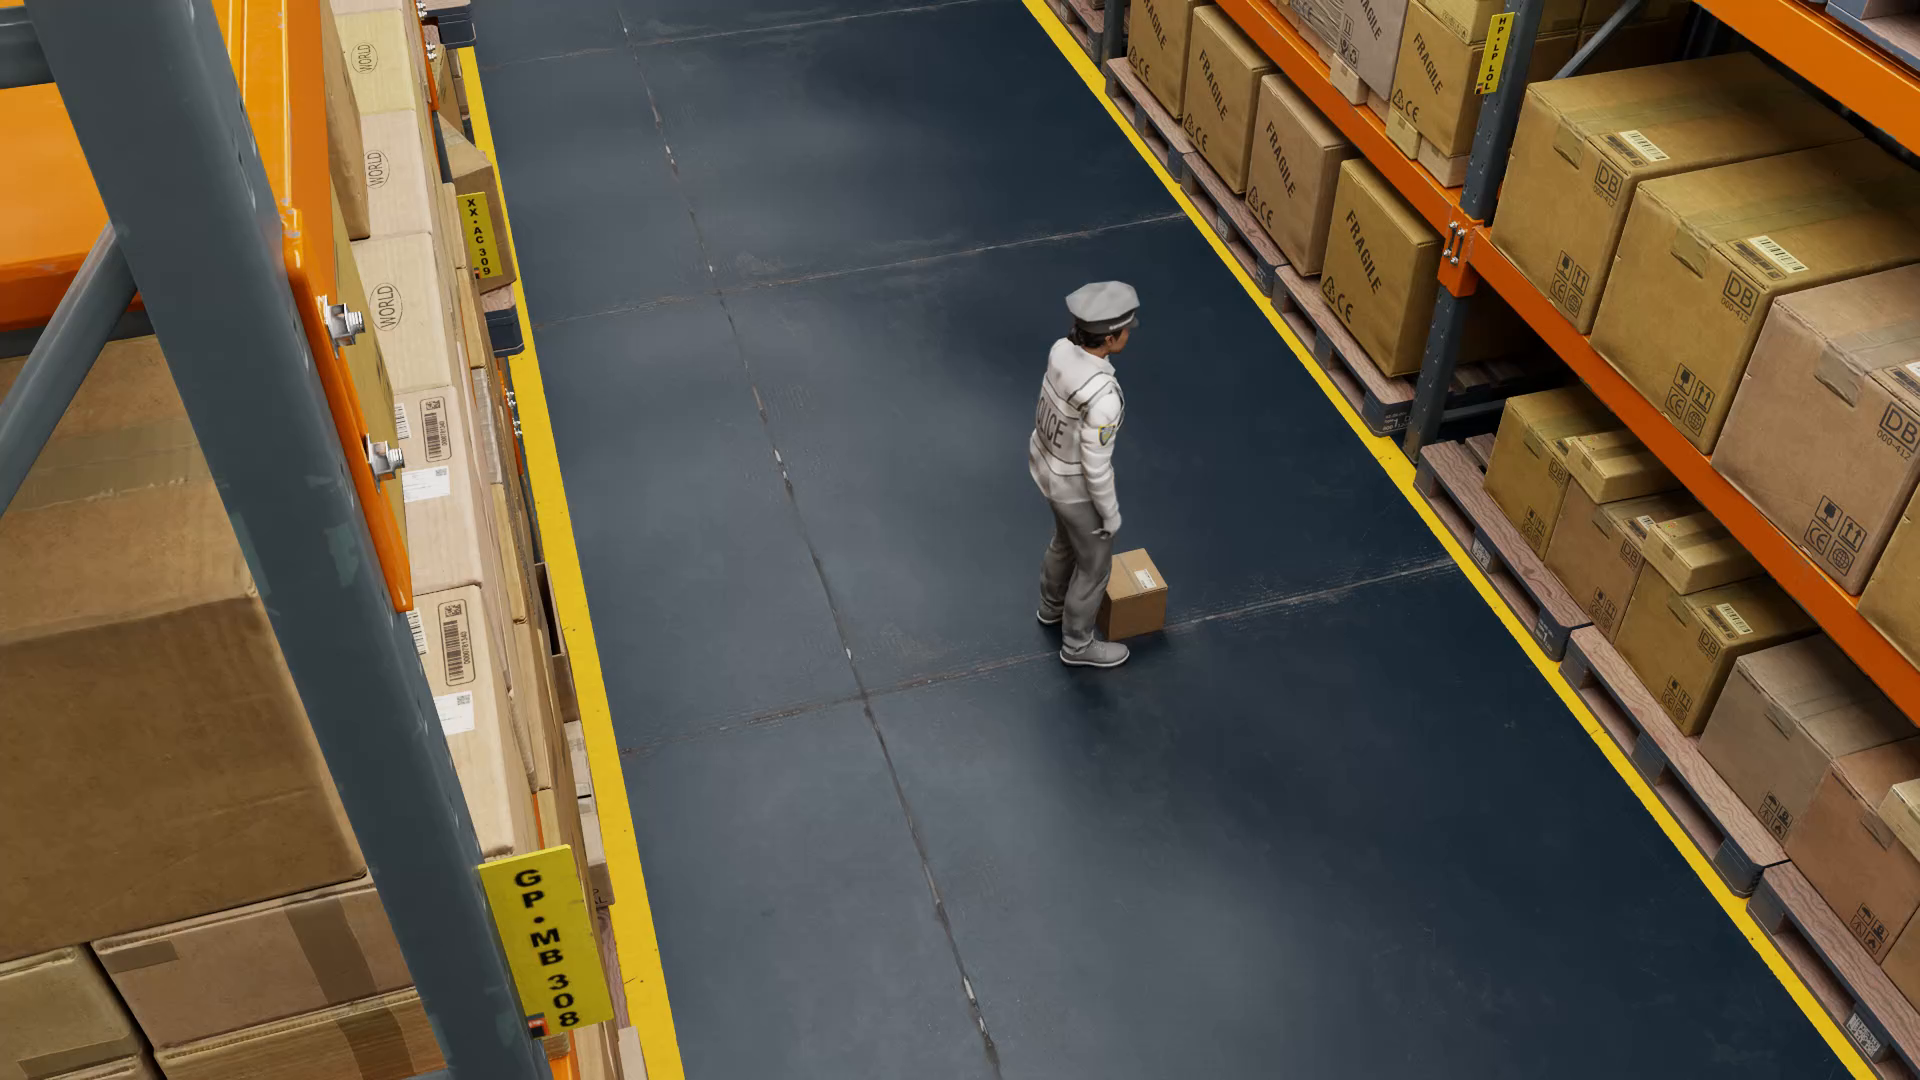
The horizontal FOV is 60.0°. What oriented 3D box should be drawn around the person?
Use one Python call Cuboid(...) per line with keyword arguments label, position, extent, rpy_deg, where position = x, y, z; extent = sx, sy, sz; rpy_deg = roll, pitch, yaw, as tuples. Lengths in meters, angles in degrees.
Cuboid(label="person", position=(0.467, -0.231, 6.410), extent=(0.372, 1.663, 0.527), rpy_deg=(-13, 44, -14))
